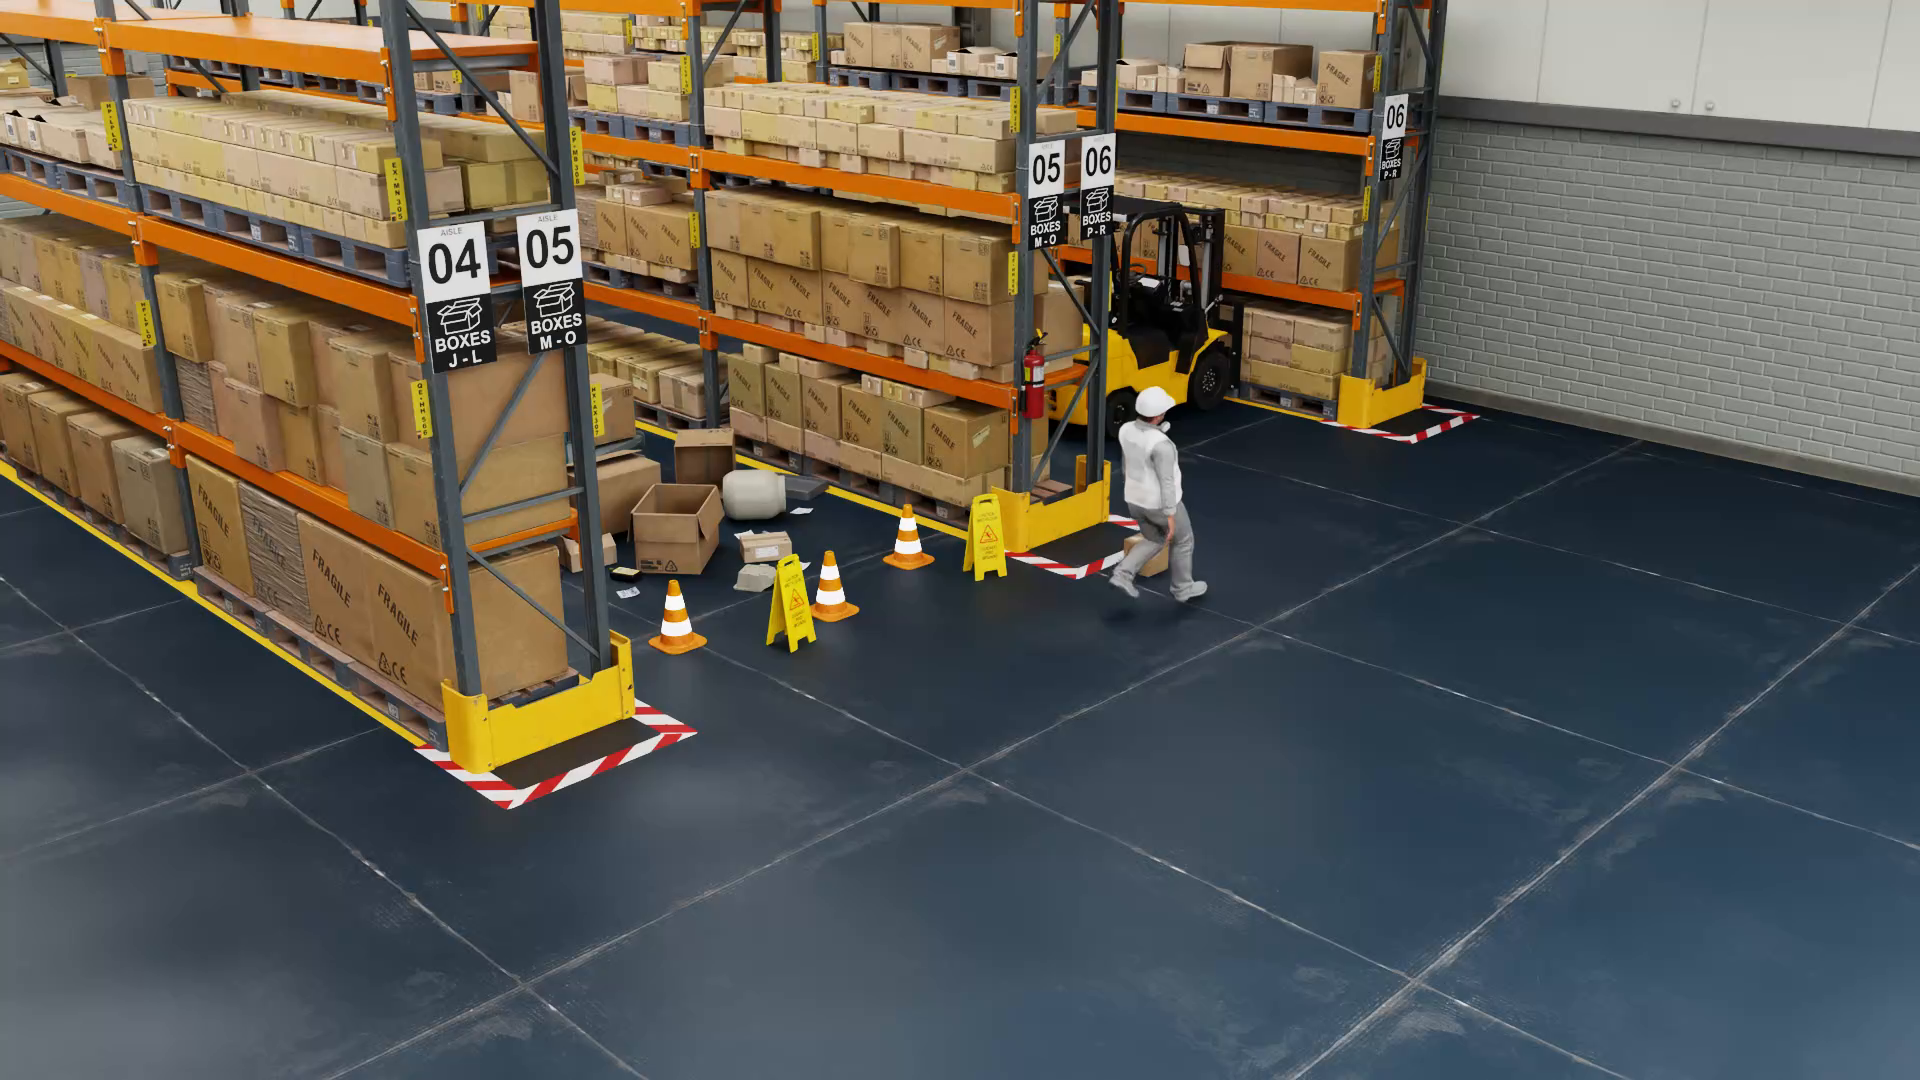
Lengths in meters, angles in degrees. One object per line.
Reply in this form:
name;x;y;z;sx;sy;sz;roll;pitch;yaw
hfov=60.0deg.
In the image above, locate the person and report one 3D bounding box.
person;1.476;-0.332;12.025;0.842;1.701;0.587;-15;25;-34
